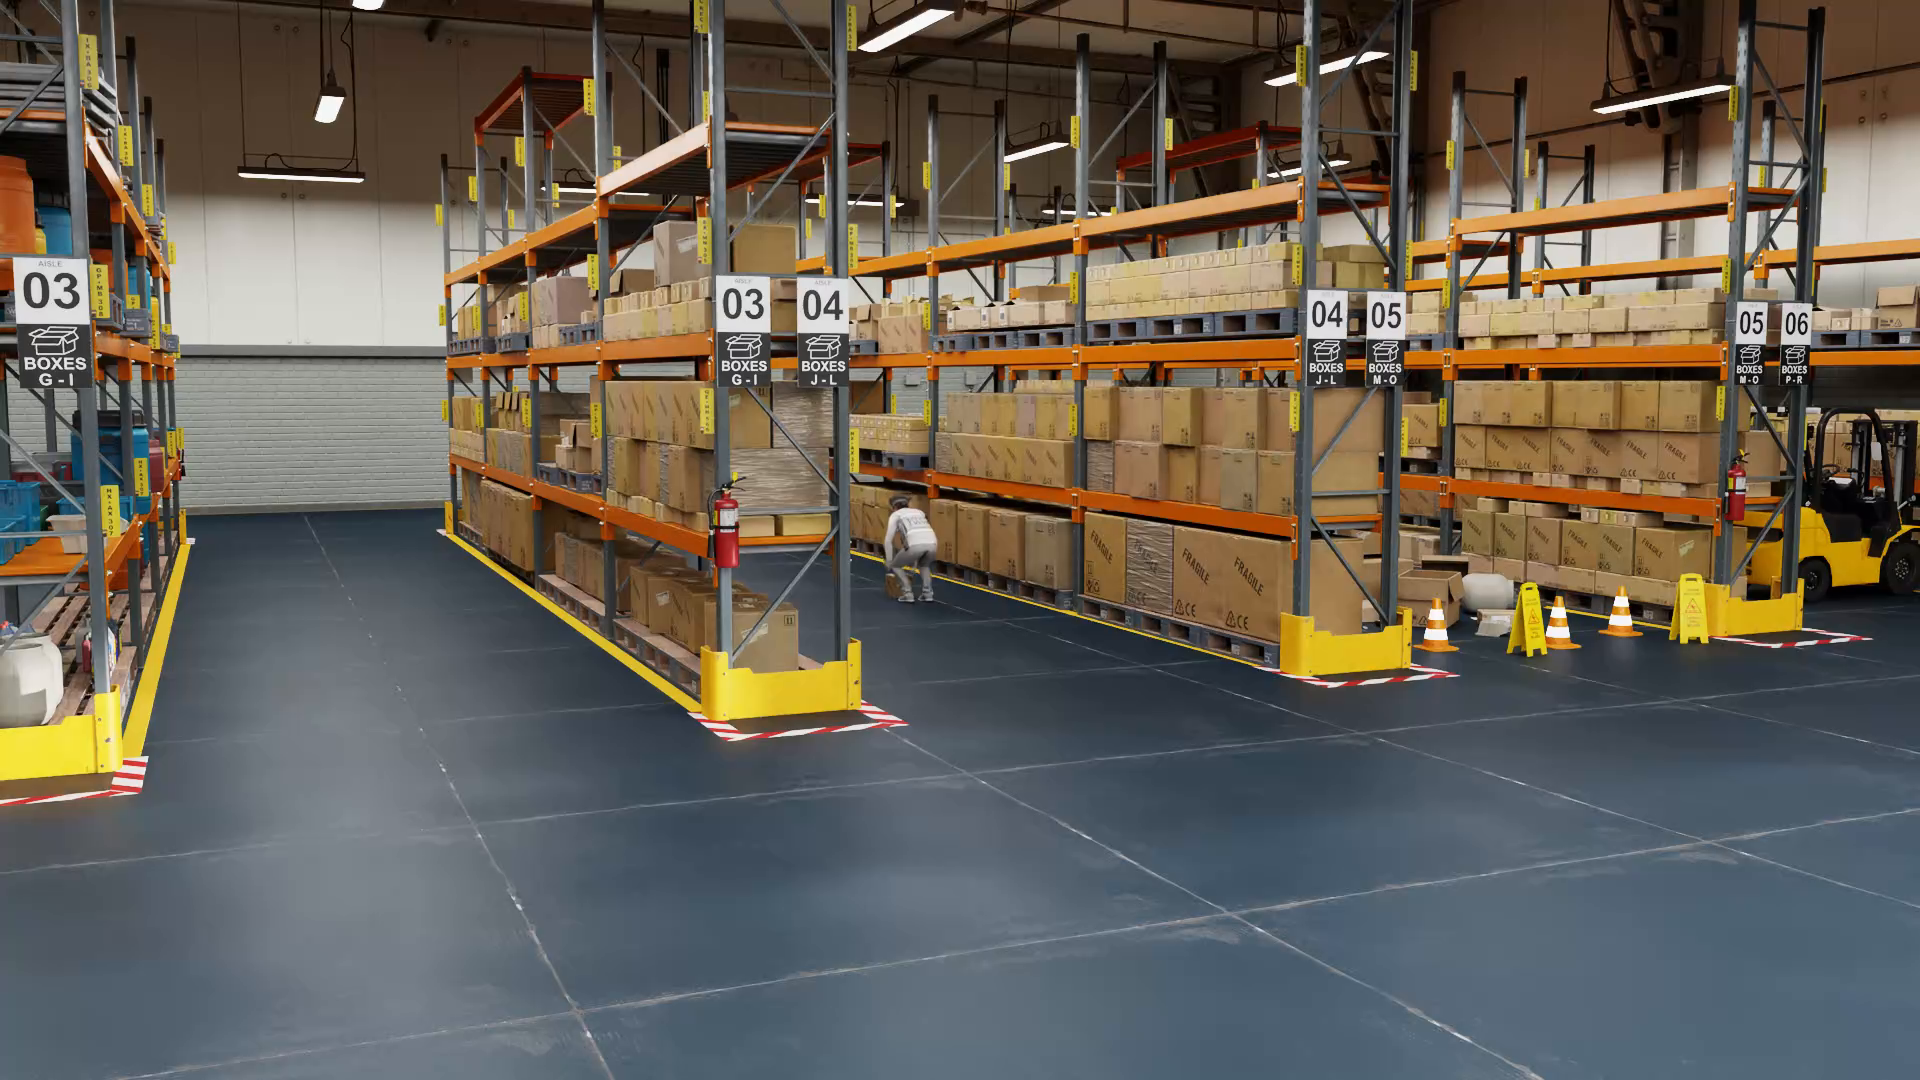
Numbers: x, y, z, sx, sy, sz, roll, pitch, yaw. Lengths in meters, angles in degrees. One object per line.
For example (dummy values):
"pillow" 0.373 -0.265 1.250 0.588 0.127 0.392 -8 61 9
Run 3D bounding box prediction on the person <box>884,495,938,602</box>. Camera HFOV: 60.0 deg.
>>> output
"person" -0.562 0.099 18.555 0.522 1.176 0.796 -2 6 -24
